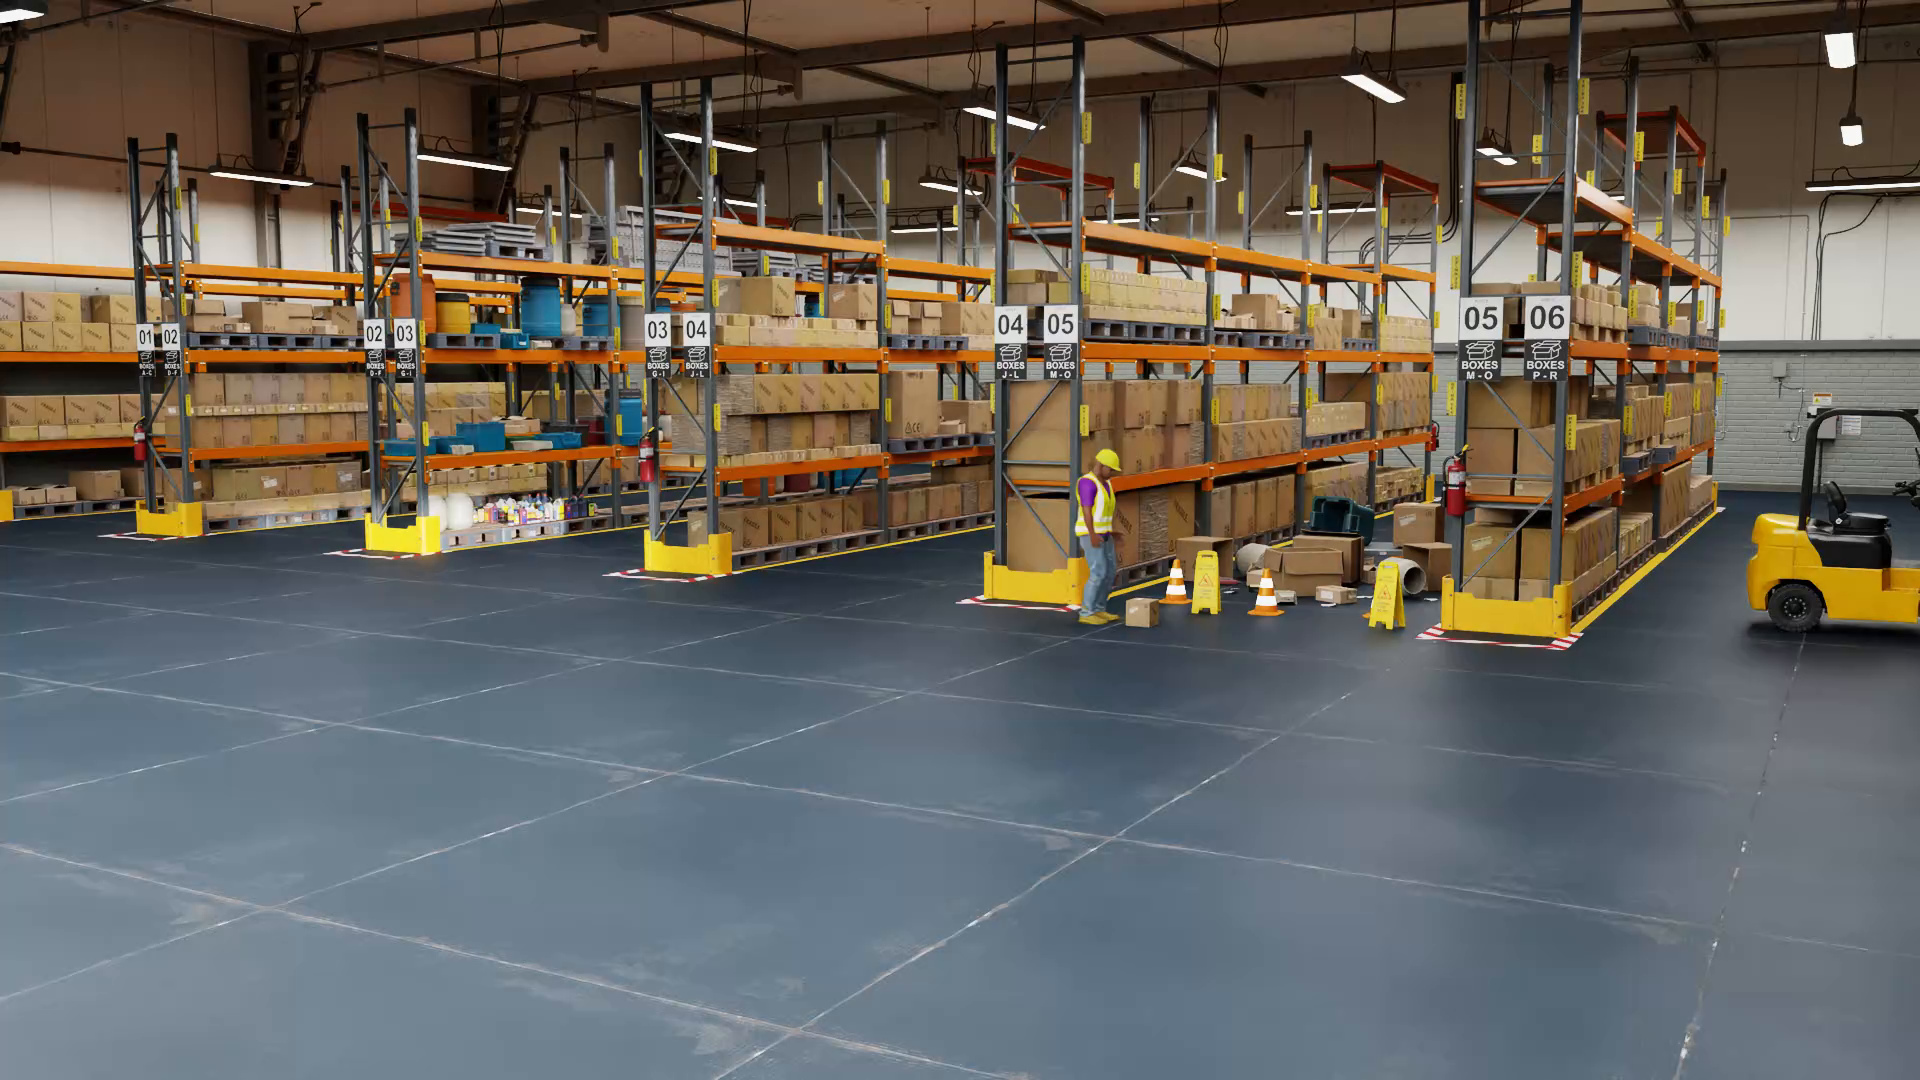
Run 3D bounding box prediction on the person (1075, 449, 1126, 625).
[{"bbox_3d":[1.400,-0.043,16.626,0.422,1.734,0.584,3,7,30],"label":"person"}]
